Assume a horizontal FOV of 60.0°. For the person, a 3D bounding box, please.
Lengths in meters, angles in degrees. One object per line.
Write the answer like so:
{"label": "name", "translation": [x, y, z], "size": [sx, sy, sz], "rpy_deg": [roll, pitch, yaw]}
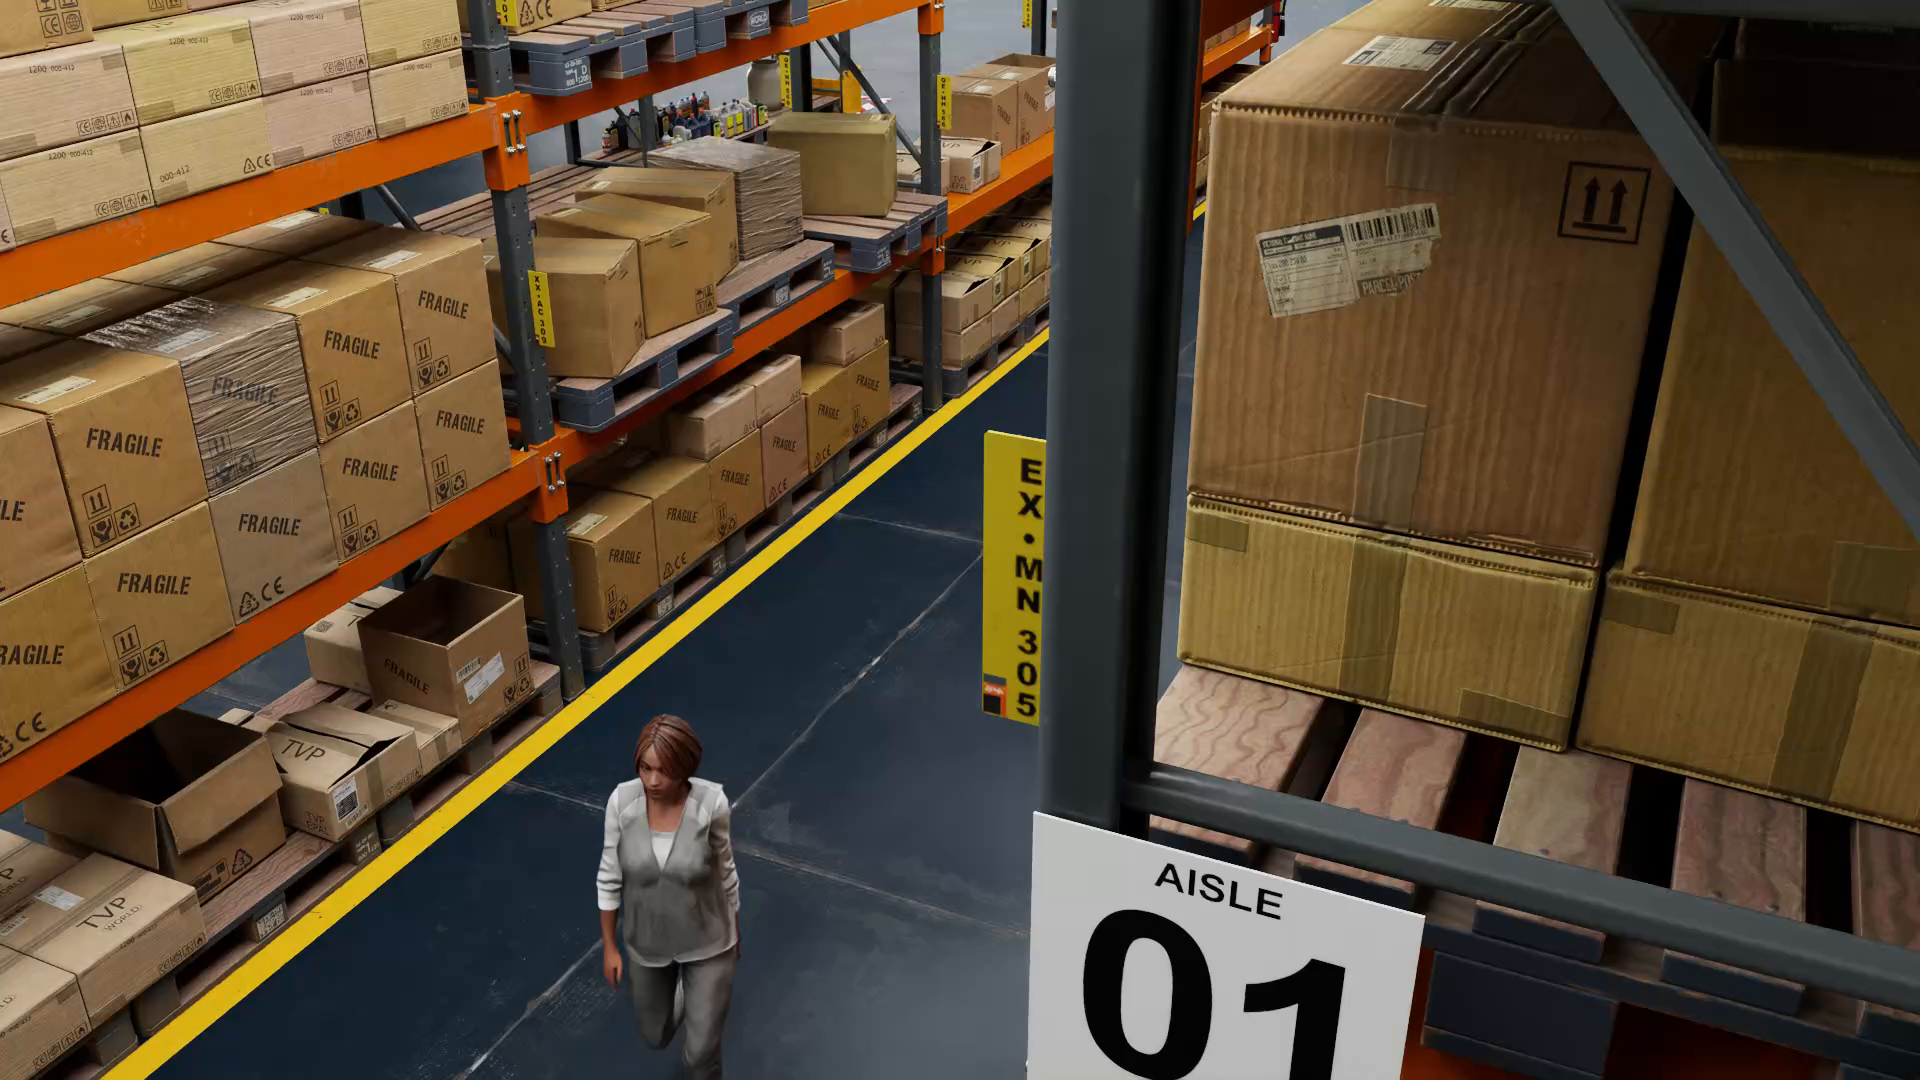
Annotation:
{"label": "person", "translation": [-0.887, 1.214, 5.169], "size": [0.423, 1.568, 0.768], "rpy_deg": [0, 27, 1]}
